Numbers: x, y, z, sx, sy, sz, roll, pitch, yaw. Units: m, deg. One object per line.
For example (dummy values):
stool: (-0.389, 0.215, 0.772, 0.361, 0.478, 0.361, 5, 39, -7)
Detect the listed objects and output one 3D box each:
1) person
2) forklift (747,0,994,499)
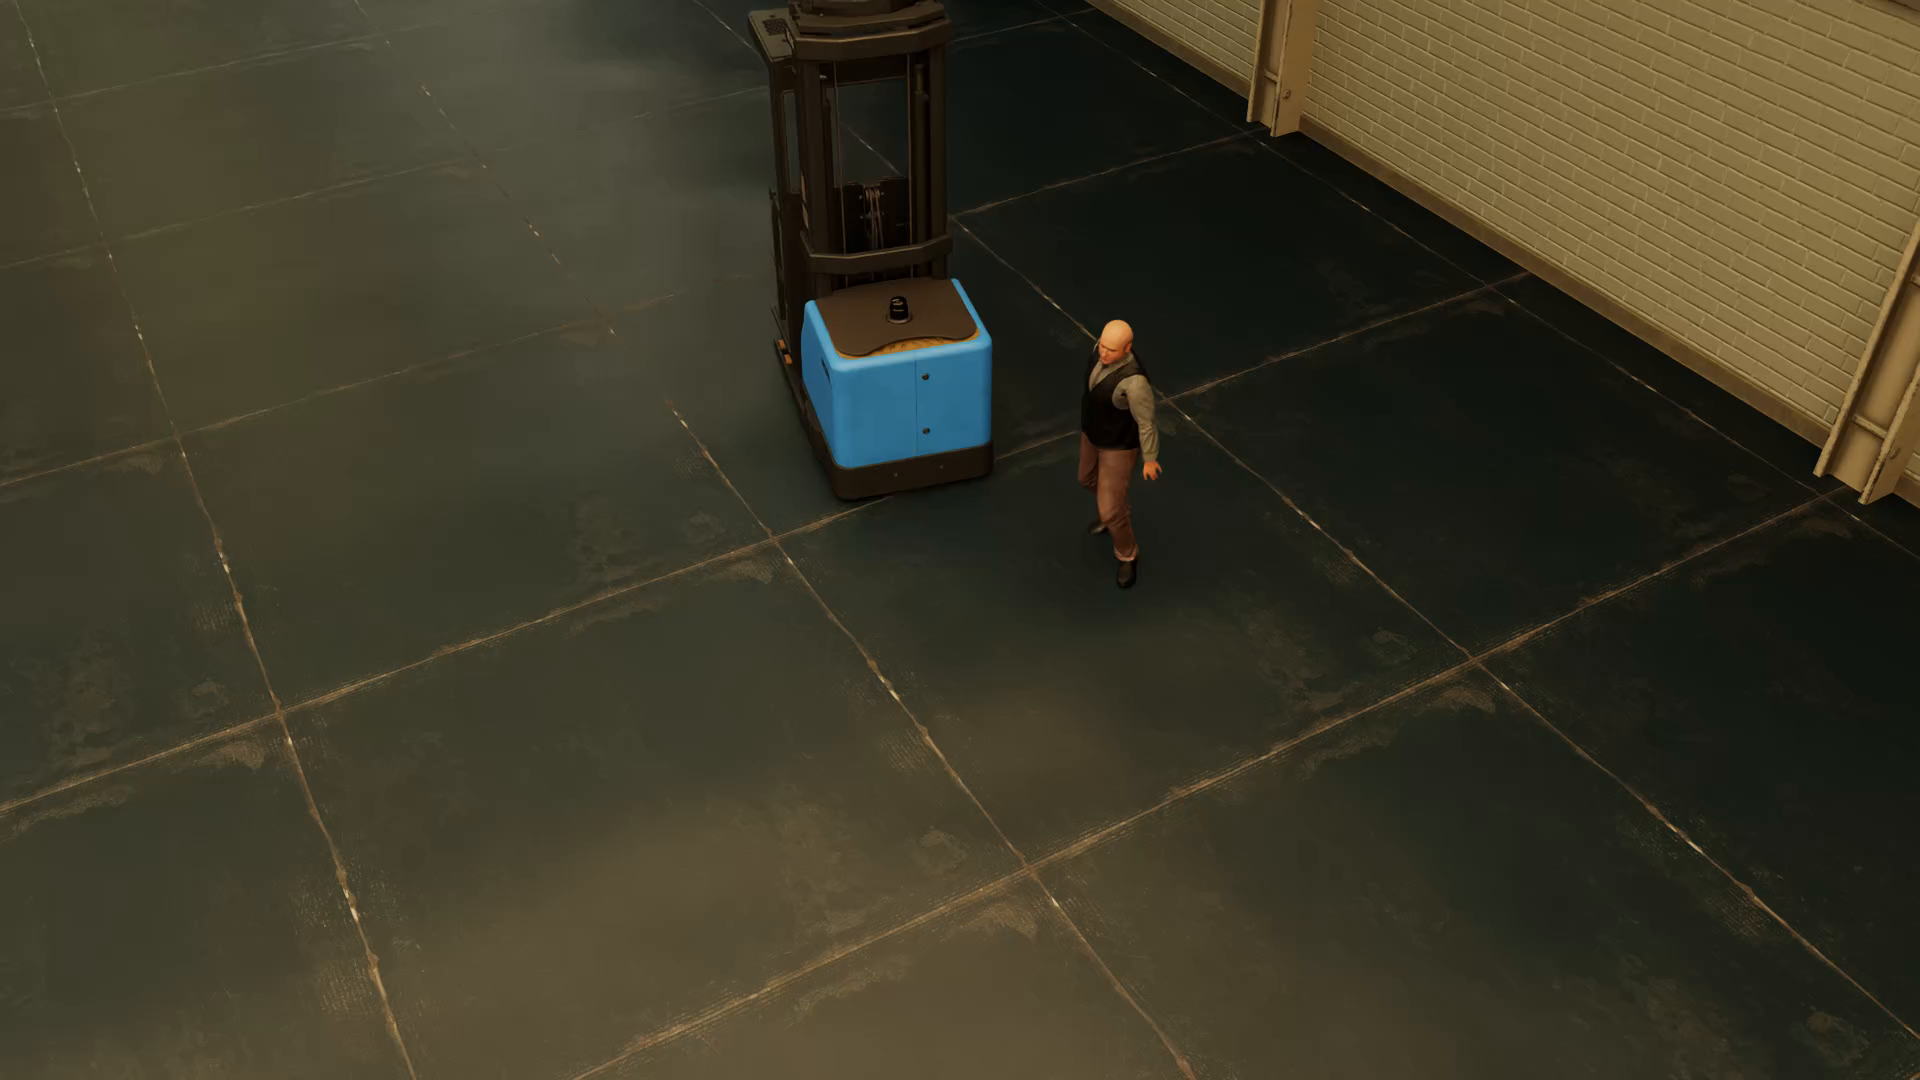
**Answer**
person: (0.930, -0.614, 9.789, 0.418, 1.694, 0.870, -14, 42, -16)
forklift: (-0.691, -2.335, 10.851, 1.130, 2.935, 3.031, -11, 41, -13)
